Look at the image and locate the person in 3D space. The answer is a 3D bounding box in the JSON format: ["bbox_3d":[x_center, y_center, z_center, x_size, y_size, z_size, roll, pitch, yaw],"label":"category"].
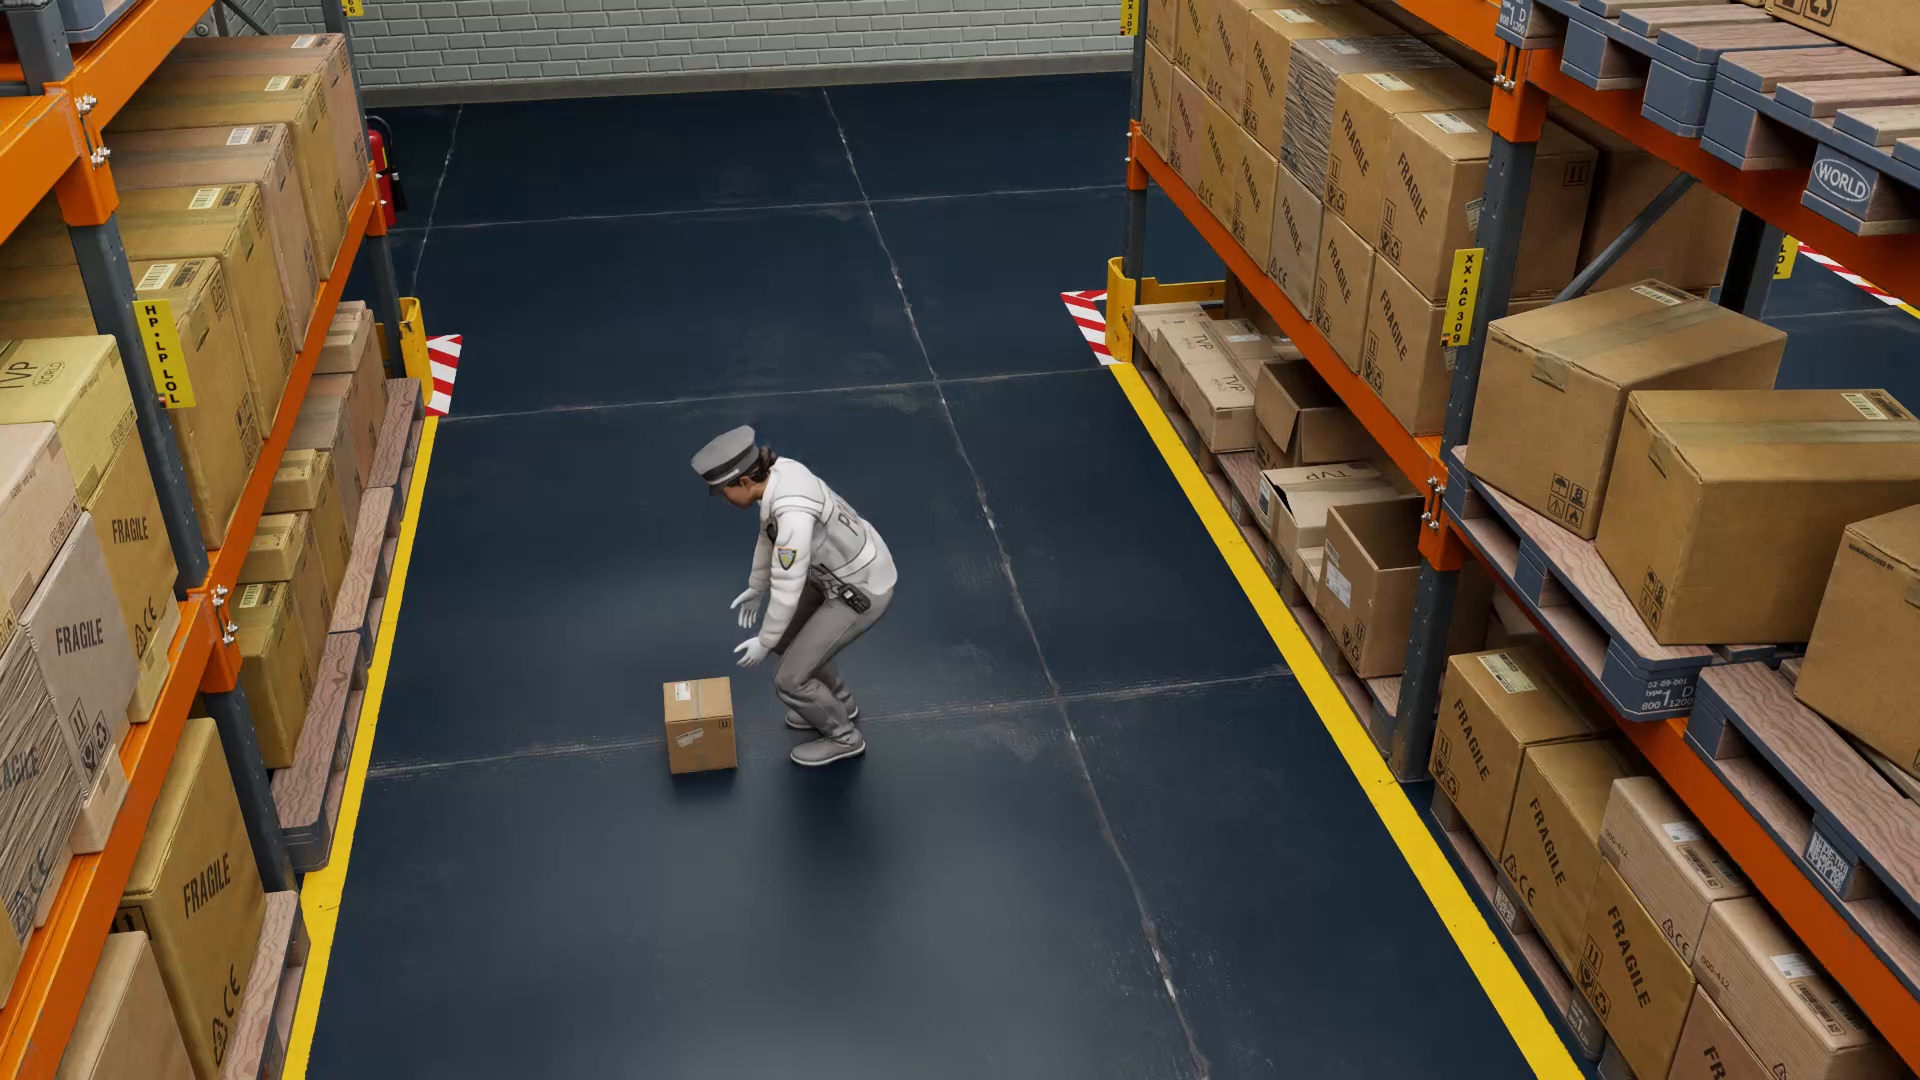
[{"bbox_3d":[-0.581,0.206,6.077,0.709,1.375,0.535,-5,31,-9],"label":"person"}]
